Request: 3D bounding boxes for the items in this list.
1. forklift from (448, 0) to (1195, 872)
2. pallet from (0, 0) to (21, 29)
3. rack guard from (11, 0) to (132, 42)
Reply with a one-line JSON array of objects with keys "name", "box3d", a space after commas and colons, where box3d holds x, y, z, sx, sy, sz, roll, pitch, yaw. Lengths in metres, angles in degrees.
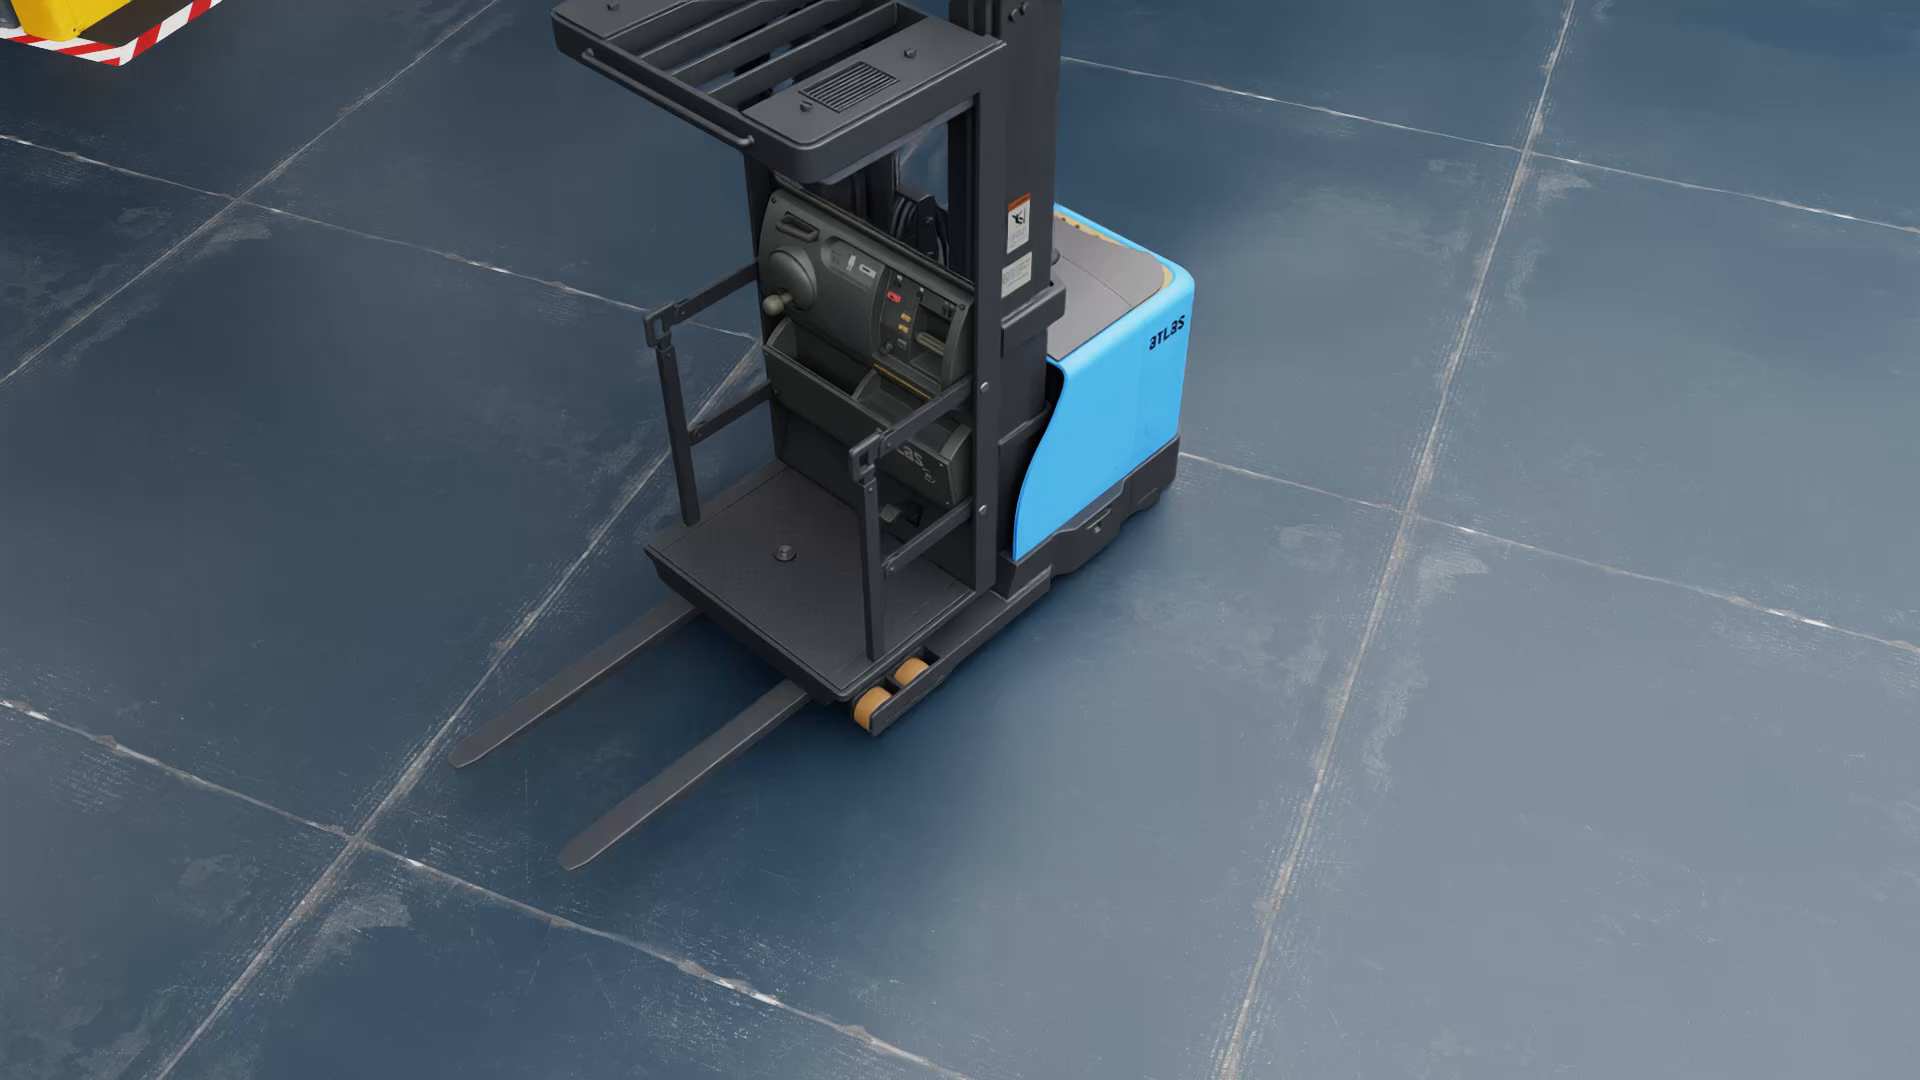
[{"name": "forklift", "box3d": [-0.474, -0.751, 5.427, 1.130, 2.935, 3.031, 33, 54, 29]}, {"name": "pallet", "box3d": [-5.917, -3.553, 10.171, 1.213, 0.211, 1.003, 16, 47, 16]}, {"name": "rack guard", "box3d": [-5.126, -3.483, 9.896, 0.348, 0.500, 1.175, 16, 47, 16]}]
